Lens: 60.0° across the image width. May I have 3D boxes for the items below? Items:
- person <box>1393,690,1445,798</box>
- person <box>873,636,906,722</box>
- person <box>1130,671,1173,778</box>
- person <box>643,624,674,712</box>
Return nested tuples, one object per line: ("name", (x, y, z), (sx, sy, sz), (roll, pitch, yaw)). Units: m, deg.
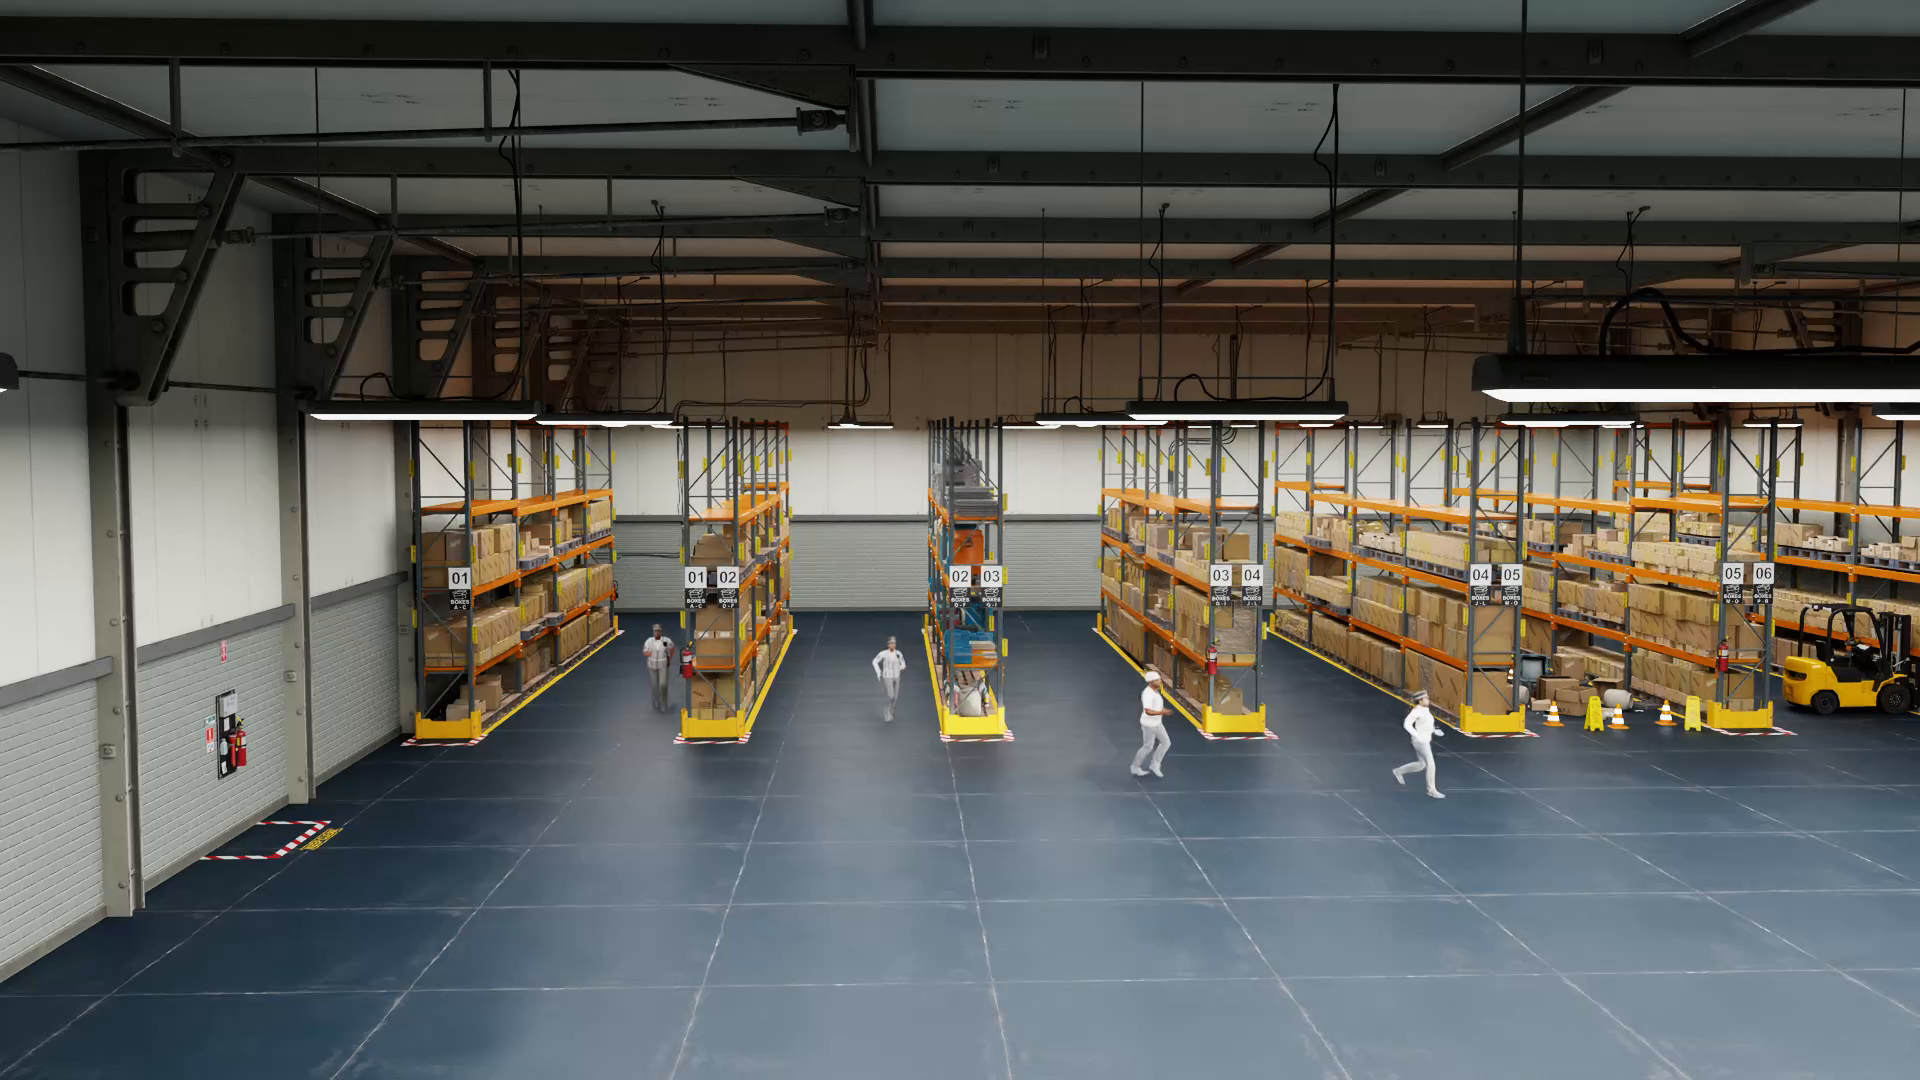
("person", (7.218, 3.188, 26.156), (0.843, 1.696, 0.618), (2, 4, 30))
("person", (-1.347, 2.742, 32.756), (0.582, 1.685, 0.658), (-2, 4, -25))
("person", (3.190, 3.065, 27.450), (0.750, 1.804, 0.651), (2, 4, 22))
("person", (-6.193, 2.629, 34.120), (0.611, 1.823, 0.801), (0, 4, -3))
